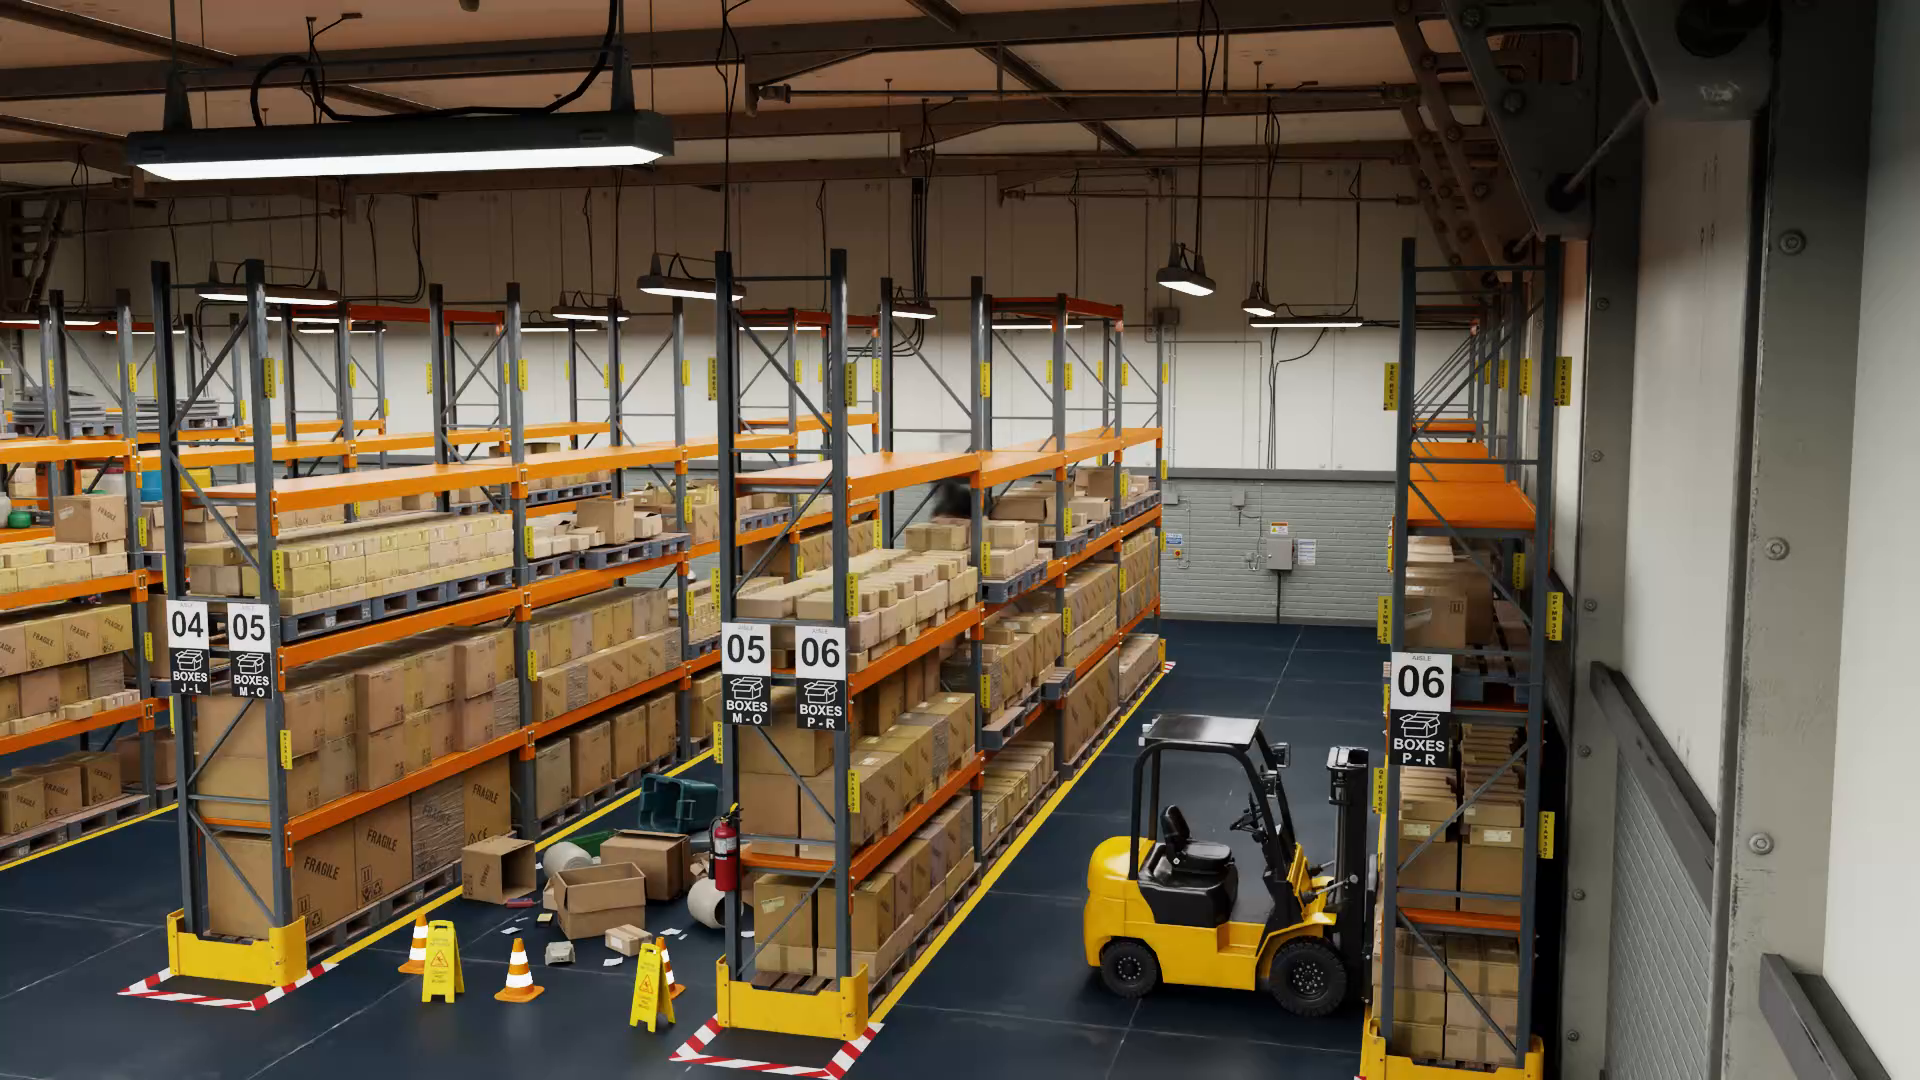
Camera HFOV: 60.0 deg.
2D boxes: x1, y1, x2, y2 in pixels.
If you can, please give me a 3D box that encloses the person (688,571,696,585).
[{"bbox_3d":[-4.392,1.383,27.313,0.645,1.779,0.956,2,6,18],"label":"person"}]
